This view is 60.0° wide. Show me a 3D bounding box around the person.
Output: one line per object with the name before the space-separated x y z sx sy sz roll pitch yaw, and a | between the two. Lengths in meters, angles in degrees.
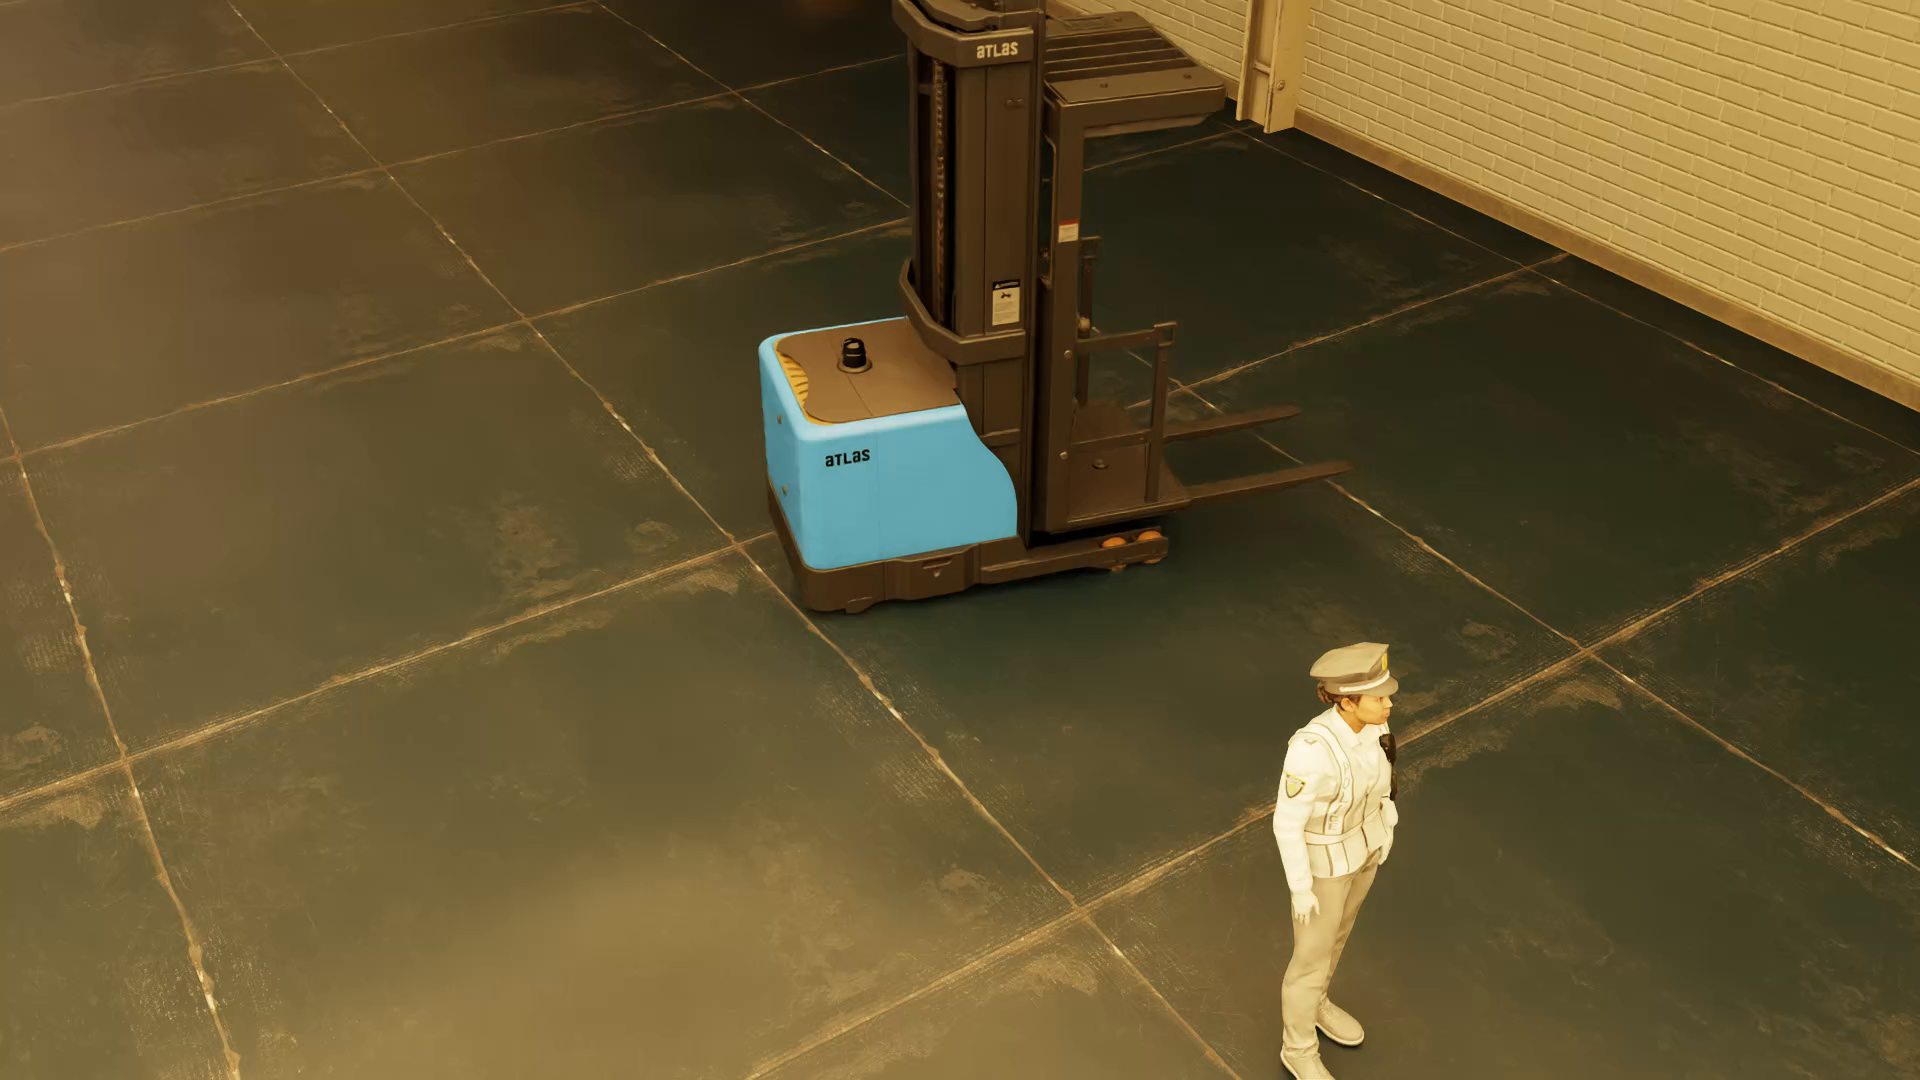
person | 1.327 1.098 5.648 0.587 1.694 0.531 -29 44 -35

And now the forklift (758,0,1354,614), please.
forklift | 0.558 -1.325 8.033 3.031 2.935 1.130 -10 36 -14
